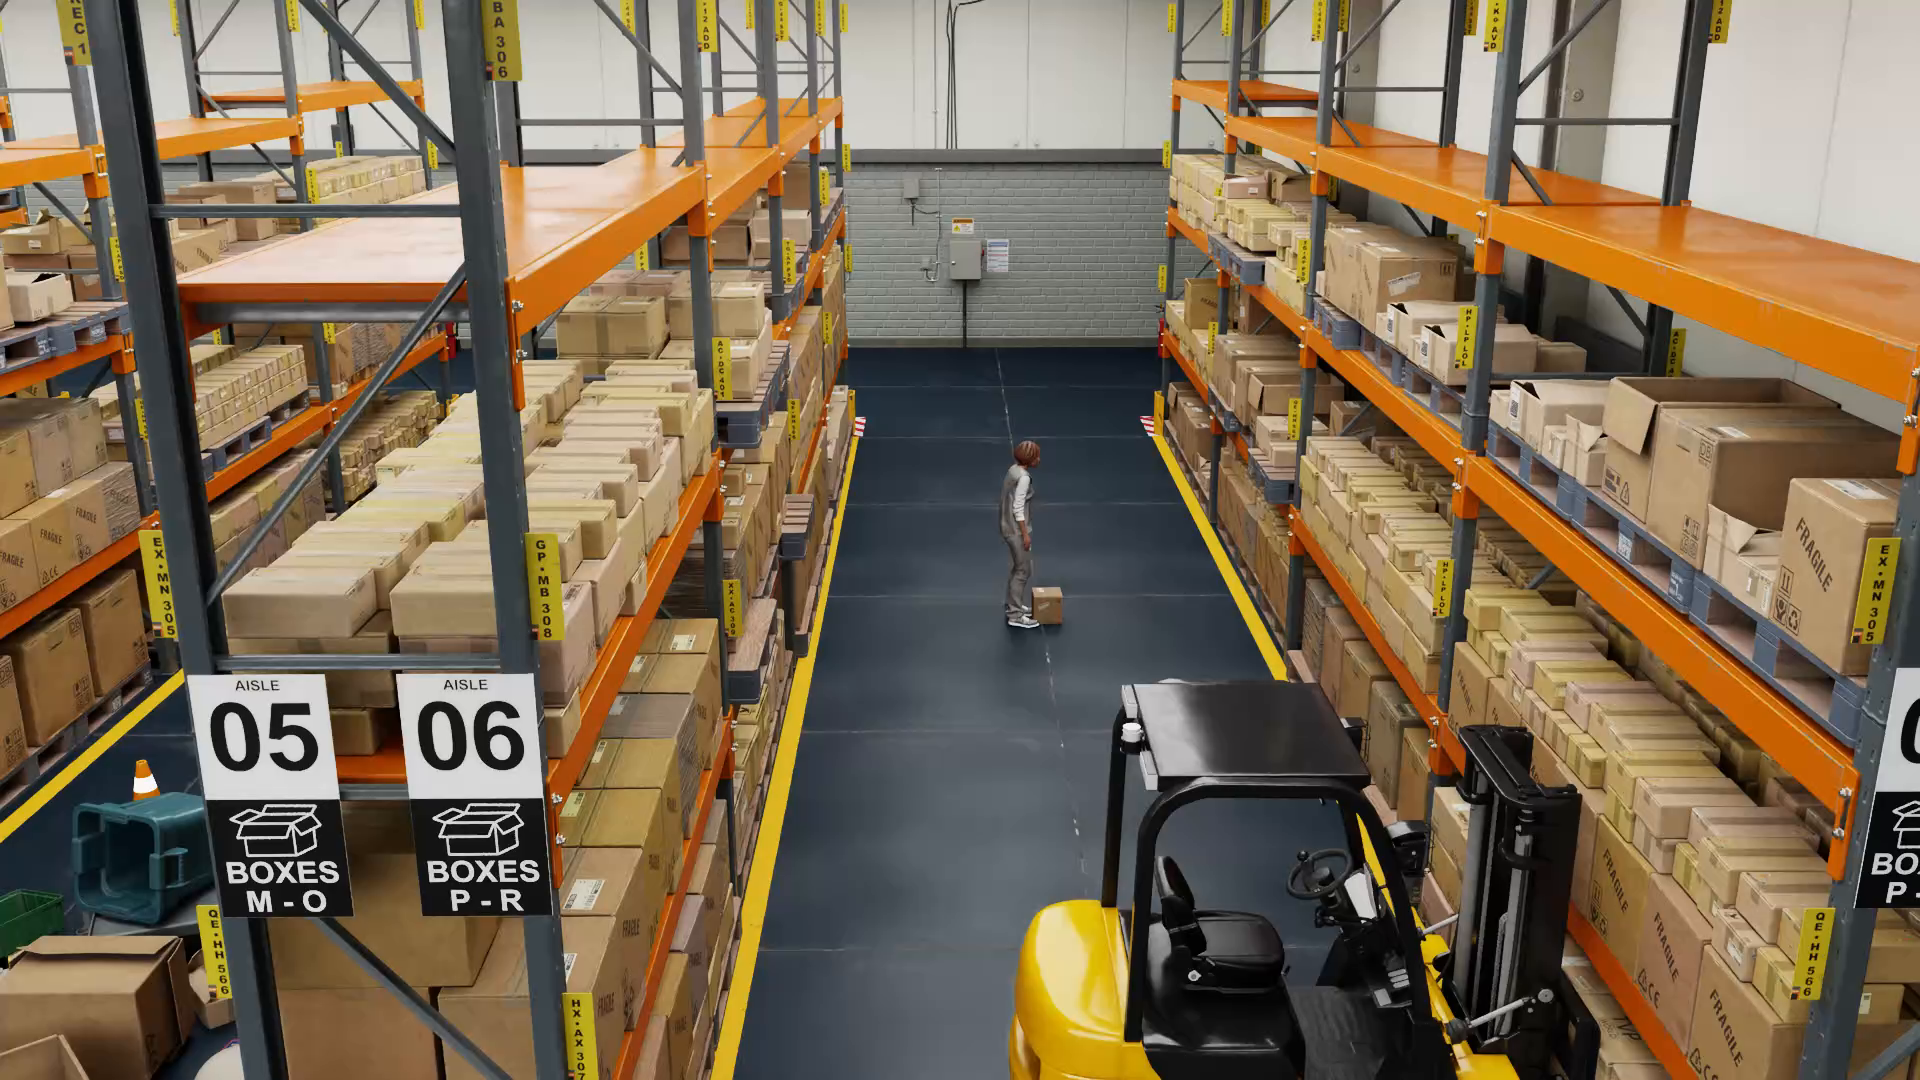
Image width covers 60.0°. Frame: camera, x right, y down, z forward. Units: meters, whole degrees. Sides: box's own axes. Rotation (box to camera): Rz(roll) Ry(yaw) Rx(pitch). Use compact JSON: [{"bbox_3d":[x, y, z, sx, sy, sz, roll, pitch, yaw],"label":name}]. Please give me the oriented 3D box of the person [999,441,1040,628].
[{"bbox_3d":[0.512,-0.067,14.269,0.343,1.592,0.484,-1,17,-4],"label":"person"}]
